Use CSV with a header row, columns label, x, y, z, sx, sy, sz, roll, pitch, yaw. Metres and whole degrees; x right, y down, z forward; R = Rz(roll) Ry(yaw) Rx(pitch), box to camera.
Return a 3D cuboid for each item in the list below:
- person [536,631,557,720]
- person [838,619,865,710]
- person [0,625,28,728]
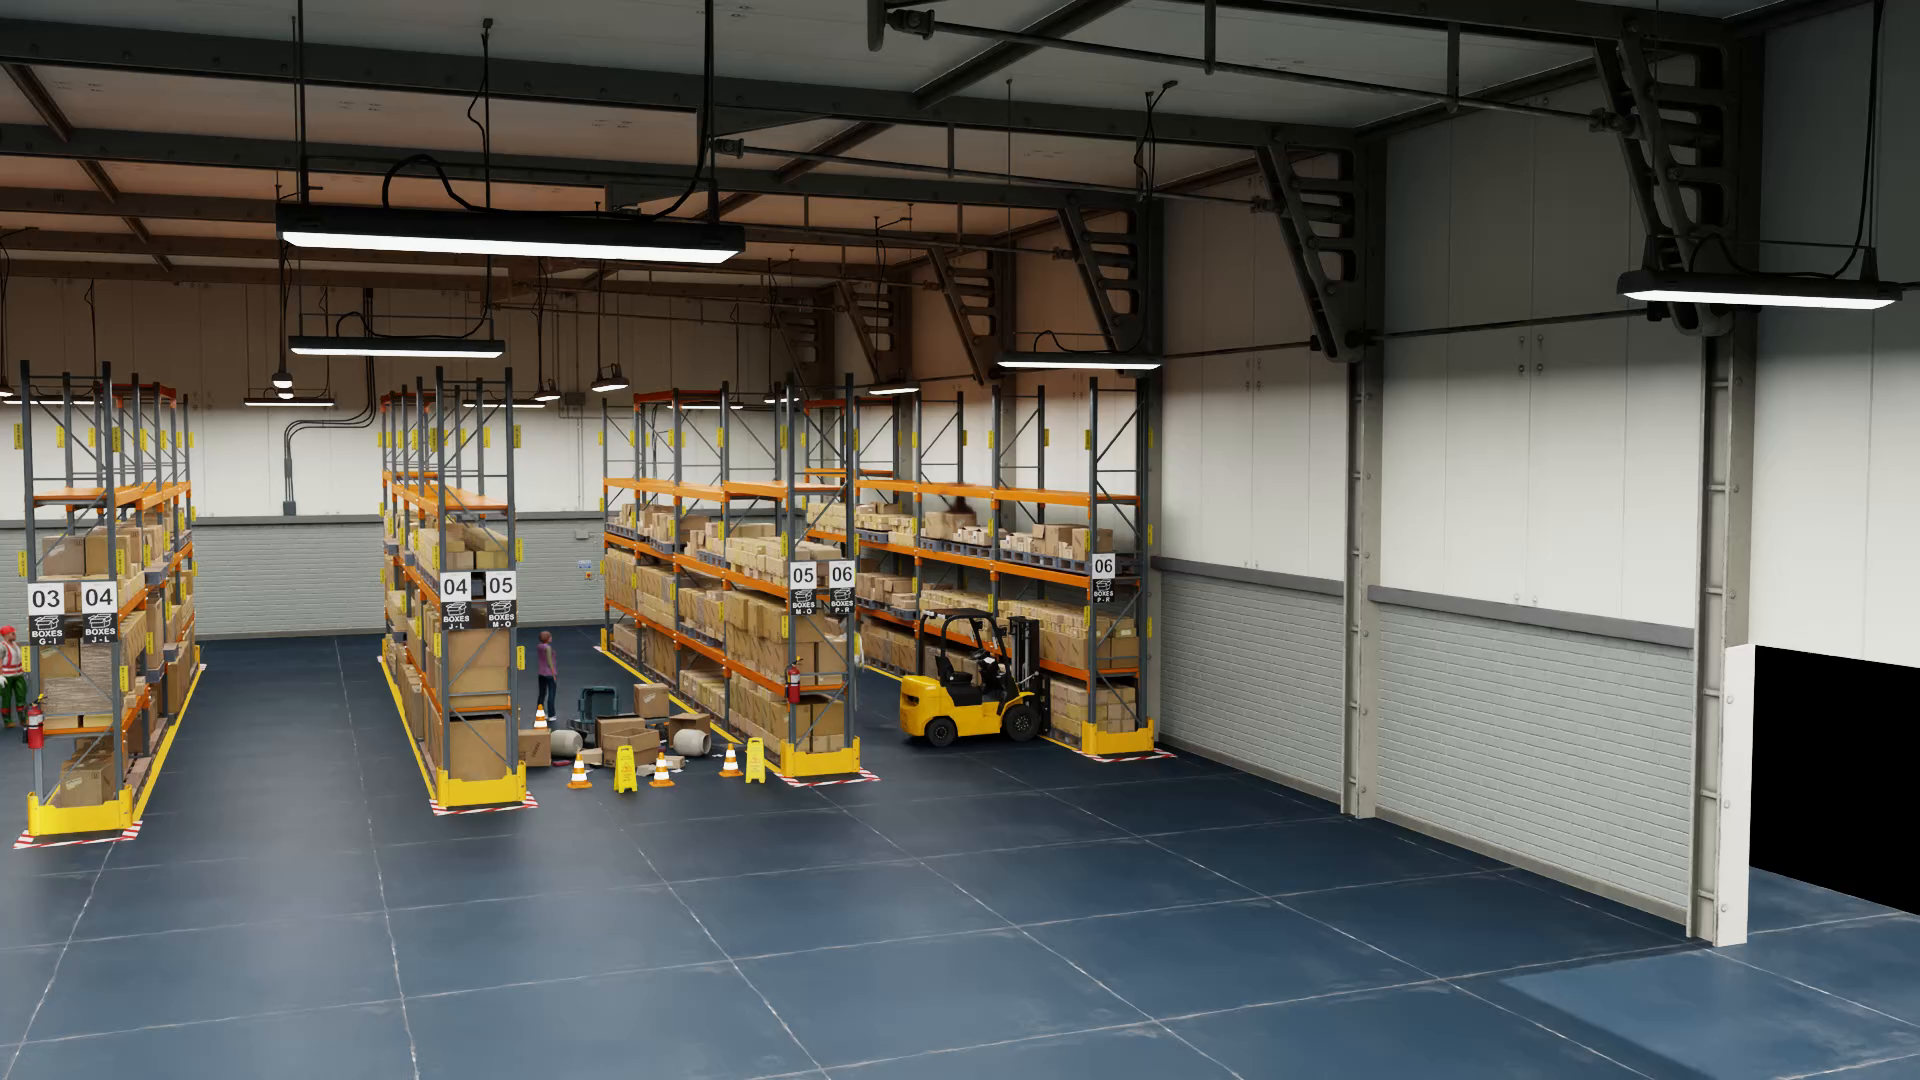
label,x,y,z,sx,sy,sz,roll,pitch,yaw
person,-7.359,2.418,29.683,0.429,1.608,0.337,2,4,28
person,-2.030,2.285,30.324,0.476,1.725,0.752,-2,4,-24
person,-16.496,2.373,28.924,0.402,1.792,0.599,2,4,27
